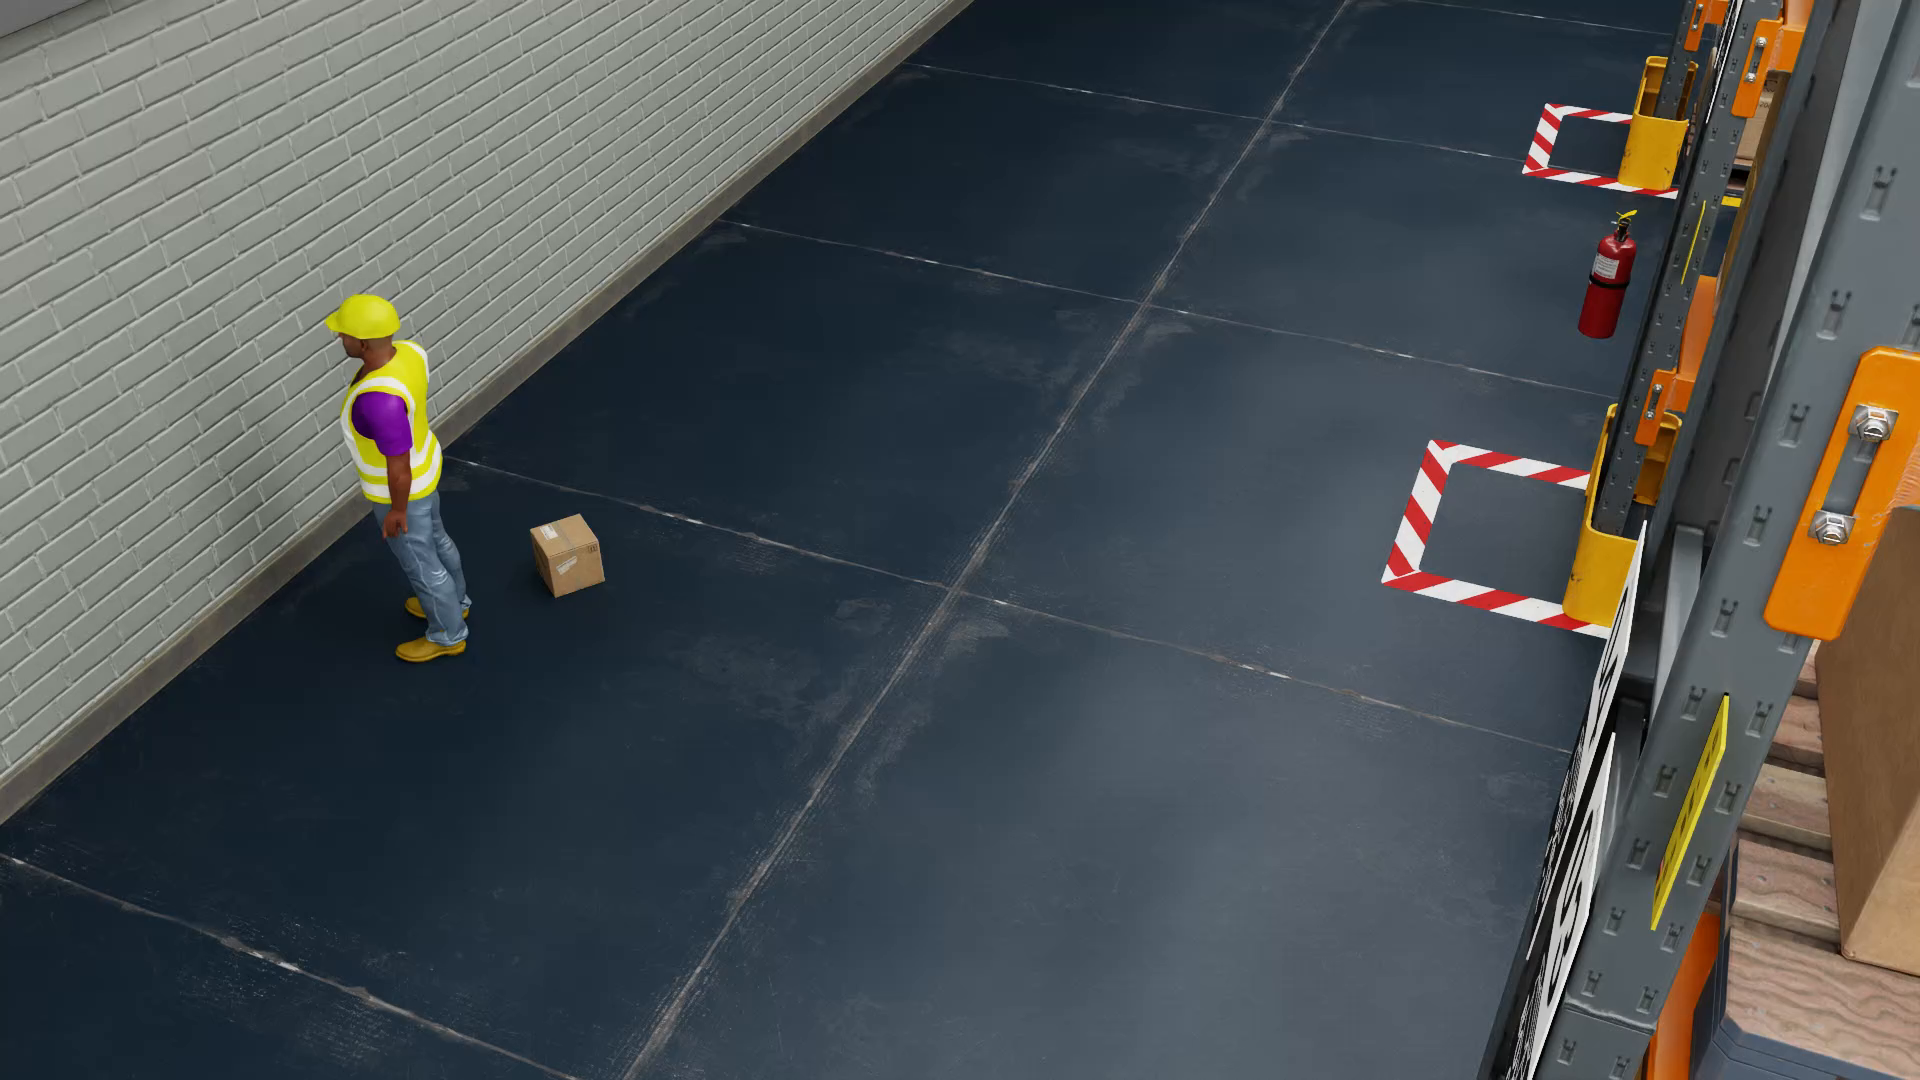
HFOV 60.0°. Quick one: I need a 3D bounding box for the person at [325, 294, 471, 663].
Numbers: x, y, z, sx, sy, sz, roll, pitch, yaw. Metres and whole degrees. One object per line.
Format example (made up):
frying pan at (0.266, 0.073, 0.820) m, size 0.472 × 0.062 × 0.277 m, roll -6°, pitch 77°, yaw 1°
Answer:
person at (-2.402, -0.261, 7.139) m, size 0.368 × 1.771 × 0.562 m, roll -3°, pitch 37°, yaw -4°
